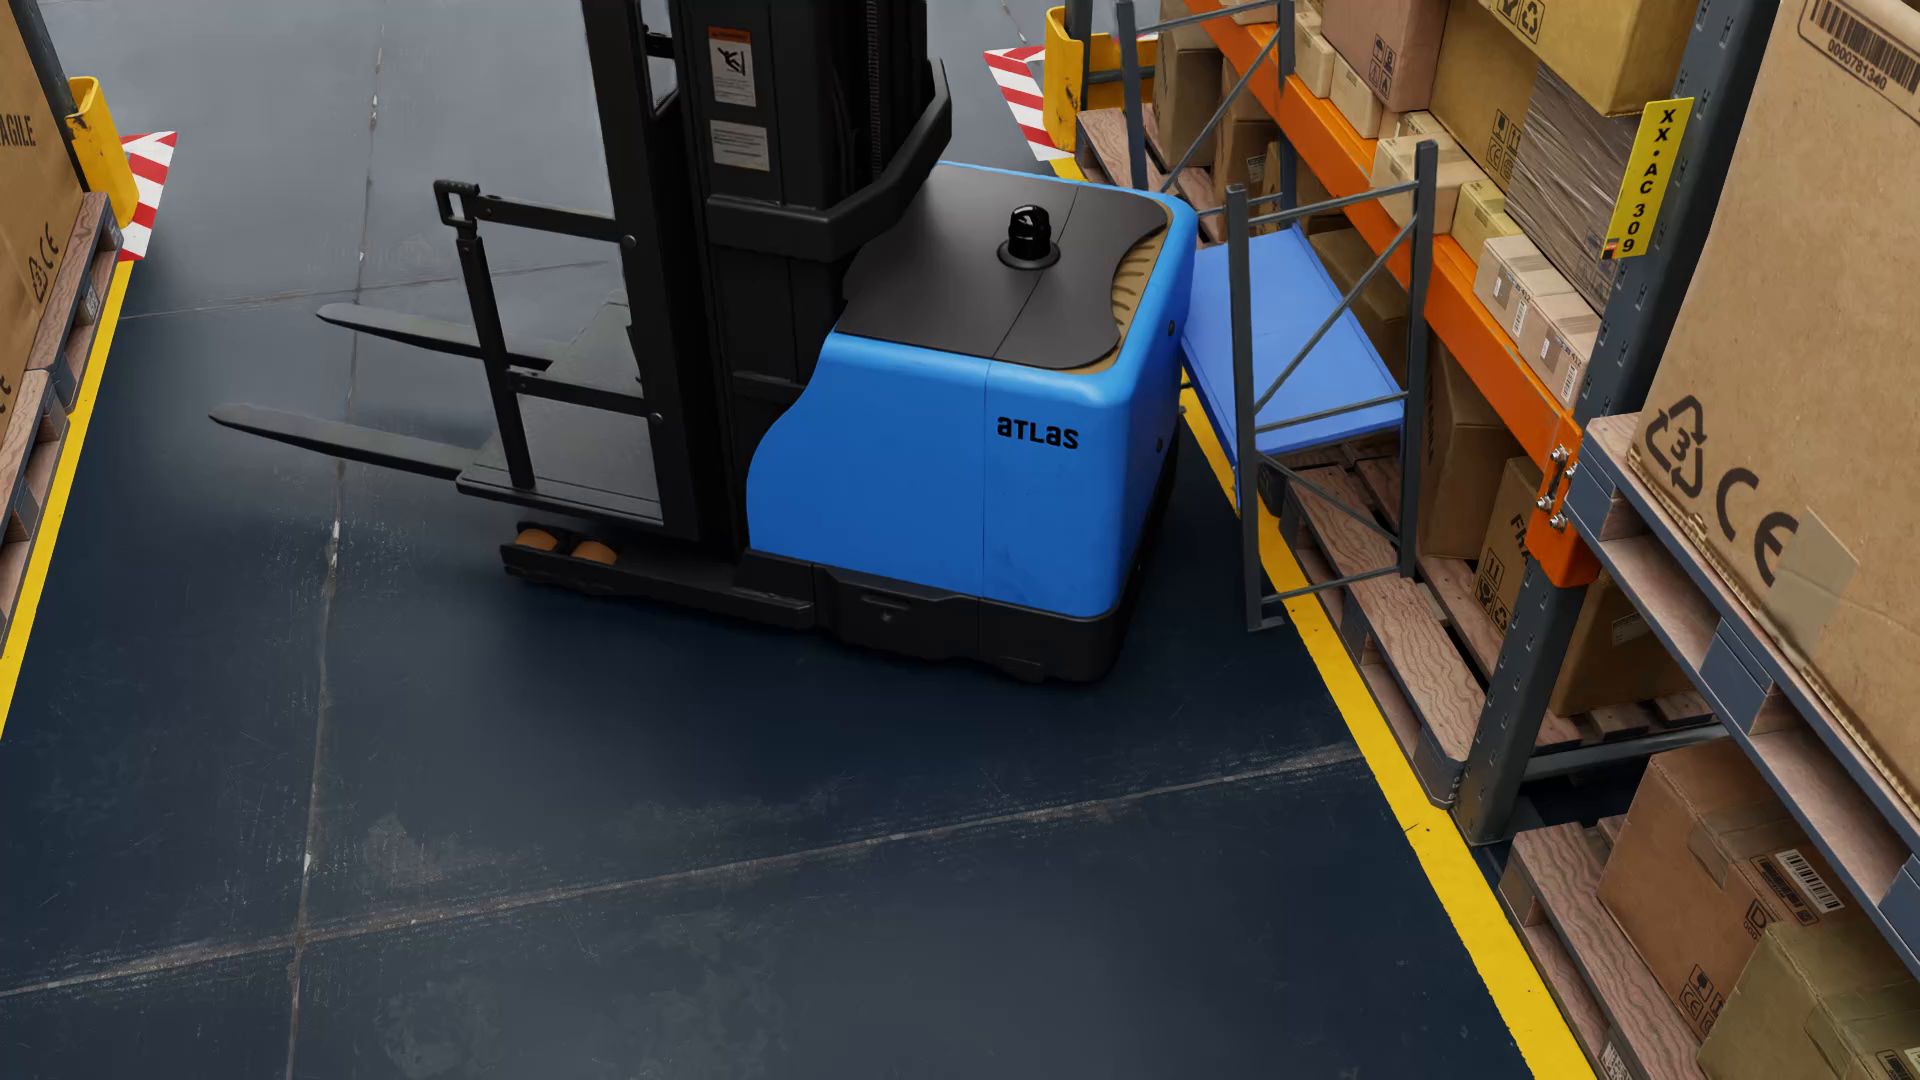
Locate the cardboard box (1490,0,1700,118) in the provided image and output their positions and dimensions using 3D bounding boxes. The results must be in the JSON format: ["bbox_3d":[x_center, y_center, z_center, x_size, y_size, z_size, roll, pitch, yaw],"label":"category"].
[{"bbox_3d":[1.440,-1.201,3.291,0.500,0.500,0.500,-8,42,-9],"label":"cardboard box"}]

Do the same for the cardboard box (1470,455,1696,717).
[{"bbox_3d":[1.758,0.087,4.459,0.500,0.500,0.500,-10,42,-11],"label":"cardboard box"}]

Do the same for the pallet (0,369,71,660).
[{"bbox_3d":[-3.414,-0.034,5.130,1.003,0.211,1.213,-8,42,-9],"label":"pallet"}]

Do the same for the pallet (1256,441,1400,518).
[{"bbox_3d":[1.359,-0.606,5.773,1.003,0.211,1.213,-8,42,-9],"label":"pallet"}]

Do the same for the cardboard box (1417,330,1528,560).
[{"bbox_3d":[1.627,-0.283,4.876,0.500,0.500,0.500,4,42,4],"label":"cardboard box"}]

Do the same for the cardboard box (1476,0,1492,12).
[{"bbox_3d":[1.331,-1.525,3.656,0.500,0.500,0.500,-8,42,-9],"label":"cardboard box"}]

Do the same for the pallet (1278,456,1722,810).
[{"bbox_3d":[1.626,0.187,4.881,1.003,0.211,1.213,-8,42,-9],"label":"pallet"}]

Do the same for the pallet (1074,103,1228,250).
[{"bbox_3d":[1.099,-1.395,6.663,1.003,0.211,1.213,-8,42,-9],"label":"pallet"}]

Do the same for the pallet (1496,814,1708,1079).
[{"bbox_3d":[1.975,1.121,3.828,1.003,0.211,1.213,-8,42,-9],"label":"pallet"}]

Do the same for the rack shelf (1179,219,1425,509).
[{"bbox_3d":[0.903,-0.539,4.845,0.538,0.185,1.000,-13,43,-2],"label":"rack shelf"}]

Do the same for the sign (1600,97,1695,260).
[{"bbox_3d":[1.277,-0.667,3.090,0.100,0.325,0.005,-8,42,-9],"label":"sign"}]

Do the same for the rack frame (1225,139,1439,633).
[{"bbox_3d":[0.969,-0.330,4.352,0.500,1.500,0.032,-13,43,-2],"label":"rack frame"}]

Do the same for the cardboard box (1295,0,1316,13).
[{"bbox_3d":[1.184,-1.577,4.956,0.380,0.149,0.250,-8,42,-9],"label":"cardboard box"}]

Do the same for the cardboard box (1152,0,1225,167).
[{"bbox_3d":[1.061,-1.834,6.623,0.500,0.500,0.500,-1,42,-1],"label":"cardboard box"}]

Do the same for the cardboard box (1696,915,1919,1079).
[{"bbox_3d":[2.002,1.057,3.351,0.700,0.500,0.500,-9,42,-10],"label":"cardboard box"}]

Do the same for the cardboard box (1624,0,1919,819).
[{"bbox_3d":[1.840,-0.272,2.529,1.000,1.000,1.000,-8,42,-9],"label":"cardboard box"}]

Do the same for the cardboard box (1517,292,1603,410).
[{"bbox_3d":[1.472,-0.429,3.663,0.380,0.149,0.250,-8,42,-9],"label":"cardboard box"}]

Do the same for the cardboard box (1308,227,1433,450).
[{"bbox_3d":[1.417,-0.675,5.317,0.500,0.500,0.500,-12,43,-13],"label":"cardboard box"}]

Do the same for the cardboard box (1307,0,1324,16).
[{"bbox_3d":[1.421,-1.844,4.768,0.875,0.500,0.500,-8,42,-9],"label":"cardboard box"}]

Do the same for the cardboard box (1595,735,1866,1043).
[{"bbox_3d":[1.917,0.745,3.702,0.700,0.500,0.500,-11,43,-13],"label":"cardboard box"}]

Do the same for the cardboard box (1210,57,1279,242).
[{"bbox_3d":[1.223,-1.451,6.192,0.500,0.500,0.500,2,42,2],"label":"cardboard box"}]

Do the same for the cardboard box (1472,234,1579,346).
[{"bbox_3d":[1.427,-0.593,3.847,0.380,0.149,0.250,-8,42,-9],"label":"cardboard box"}]

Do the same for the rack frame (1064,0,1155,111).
[{"bbox_3d":[0.942,-3.019,6.391,1.000,3.000,0.127,-8,42,-9],"label":"rack frame"}]

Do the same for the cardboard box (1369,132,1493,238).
[{"bbox_3d":[1.269,-0.909,4.204,0.380,0.149,0.250,-8,42,-9],"label":"cardboard box"}]

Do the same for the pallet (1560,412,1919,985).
[{"bbox_3d":[1.829,0.162,2.952,1.003,0.211,1.213,-8,42,-9],"label":"pallet"}]

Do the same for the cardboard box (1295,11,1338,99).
[{"bbox_3d":[1.163,-1.404,4.761,0.380,0.149,0.250,-8,42,-9],"label":"cardboard box"}]

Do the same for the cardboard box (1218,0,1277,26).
[{"bbox_3d":[1.000,-1.720,5.117,0.380,0.149,0.250,-8,42,-9],"label":"cardboard box"}]

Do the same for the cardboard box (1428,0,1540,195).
[{"bbox_3d":[1.695,-1.204,4.048,0.875,0.500,0.500,-8,42,-9],"label":"cardboard box"}]

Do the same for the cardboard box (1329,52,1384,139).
[{"bbox_3d":[1.251,-1.247,4.584,0.380,0.149,0.250,-8,42,-9],"label":"cardboard box"}]

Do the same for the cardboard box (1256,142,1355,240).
[{"bbox_3d":[1.340,-1.043,5.732,0.500,0.500,0.500,-5,42,-5],"label":"cardboard box"}]

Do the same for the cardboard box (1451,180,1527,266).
[{"bbox_3d":[1.432,-0.763,4.040,0.380,0.149,0.250,-8,42,-9],"label":"cardboard box"}]

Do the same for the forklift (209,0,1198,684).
[{"bbox_3d":[-0.883,-1.250,4.451,3.031,2.935,1.130,11,43,13],"label":"forklift"}]

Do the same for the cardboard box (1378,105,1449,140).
[{"bbox_3d":[1.344,-1.090,4.408,0.380,0.149,0.250,-8,42,-9],"label":"cardboard box"}]

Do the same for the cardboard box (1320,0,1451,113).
[{"bbox_3d":[1.489,-1.514,4.397,0.875,0.500,0.500,-8,42,-9],"label":"cardboard box"}]

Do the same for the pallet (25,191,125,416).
[{"bbox_3d":[-3.674,-0.824,6.019,1.003,0.211,1.213,-8,42,-9],"label":"pallet"}]

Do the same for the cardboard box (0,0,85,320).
[{"bbox_3d":[-3.712,-1.306,5.746,0.875,0.875,0.875,-8,42,-9],"label":"cardboard box"}]

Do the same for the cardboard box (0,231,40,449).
[{"bbox_3d":[-3.520,-0.736,5.104,0.875,0.875,0.875,-9,42,-10],"label":"cardboard box"}]

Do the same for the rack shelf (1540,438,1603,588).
[{"bbox_3d":[2.237,1.139,2.249,1.077,0.370,4.000,-8,42,-9],"label":"rack shelf"}]

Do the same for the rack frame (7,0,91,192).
[{"bbox_3d":[-3.923,-2.374,5.664,1.000,3.000,0.127,-8,42,-9],"label":"rack frame"}]

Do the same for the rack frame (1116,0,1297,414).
[{"bbox_3d":[0.785,-1.004,5.090,0.500,1.500,0.032,-13,43,-2],"label":"rack frame"}]

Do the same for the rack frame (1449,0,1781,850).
[{"bbox_3d":[1.806,-0.426,3.470,1.000,3.000,0.127,-8,42,-9],"label":"rack frame"}]

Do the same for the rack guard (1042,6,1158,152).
[{"bbox_3d":[0.959,-2.035,7.166,1.175,0.500,0.348,-8,42,-9],"label":"rack guard"}]

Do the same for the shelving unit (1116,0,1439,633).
[{"bbox_3d":[0.877,-0.667,4.721,0.538,1.500,1.048,-13,43,-2],"label":"shelving unit"}]

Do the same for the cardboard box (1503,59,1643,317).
[{"bbox_3d":[1.769,-0.875,3.677,0.875,0.500,0.500,-8,42,-9],"label":"cardboard box"}]

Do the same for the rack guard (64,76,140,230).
[{"bbox_3d":[-3.928,-1.454,6.512,1.175,0.500,0.348,-8,42,-9],"label":"rack guard"}]

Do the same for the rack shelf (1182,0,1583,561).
[{"bbox_3d":[1.374,-1.453,5.170,1.077,0.370,4.000,-8,42,-9],"label":"rack shelf"}]
